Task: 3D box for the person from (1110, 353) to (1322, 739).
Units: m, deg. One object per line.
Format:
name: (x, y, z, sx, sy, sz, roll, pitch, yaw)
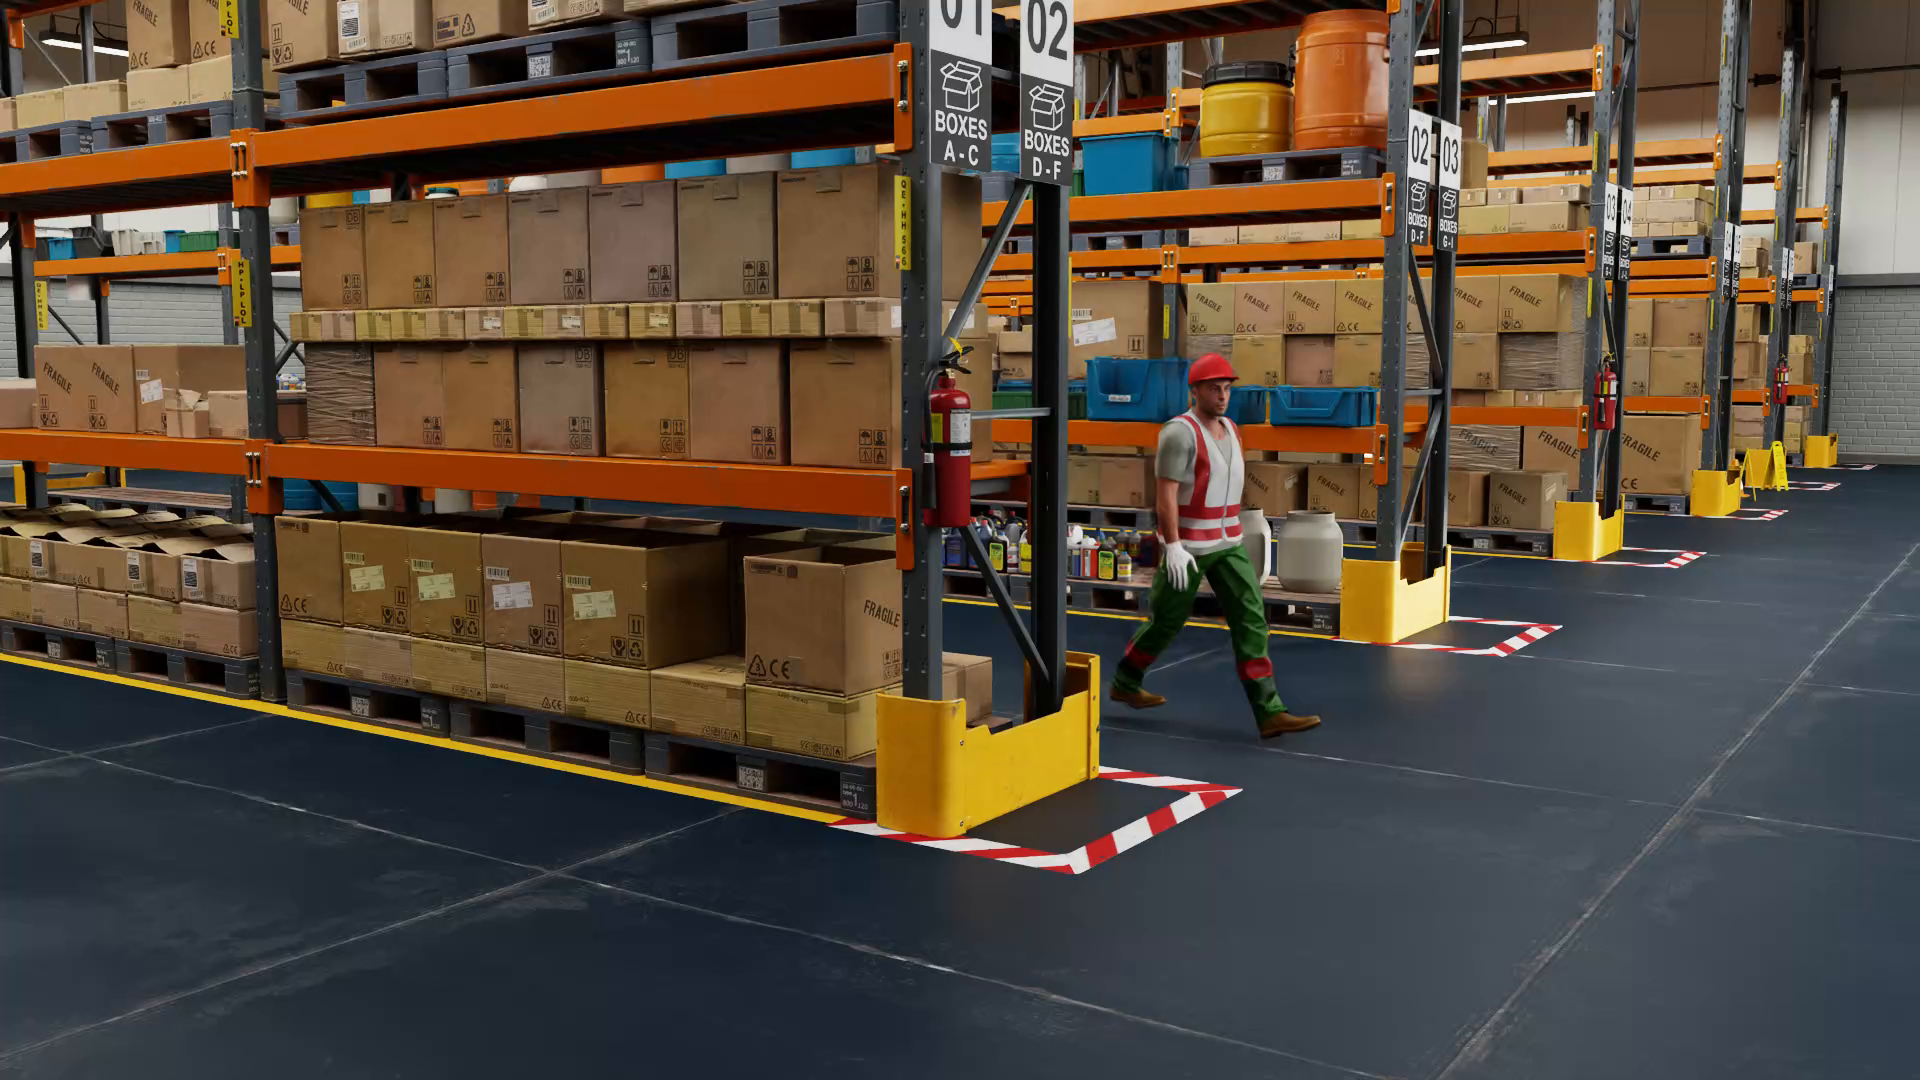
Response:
person: (1.146, 0.018, 7.594, 0.644, 1.732, 1.101, -5, 8, -36)
